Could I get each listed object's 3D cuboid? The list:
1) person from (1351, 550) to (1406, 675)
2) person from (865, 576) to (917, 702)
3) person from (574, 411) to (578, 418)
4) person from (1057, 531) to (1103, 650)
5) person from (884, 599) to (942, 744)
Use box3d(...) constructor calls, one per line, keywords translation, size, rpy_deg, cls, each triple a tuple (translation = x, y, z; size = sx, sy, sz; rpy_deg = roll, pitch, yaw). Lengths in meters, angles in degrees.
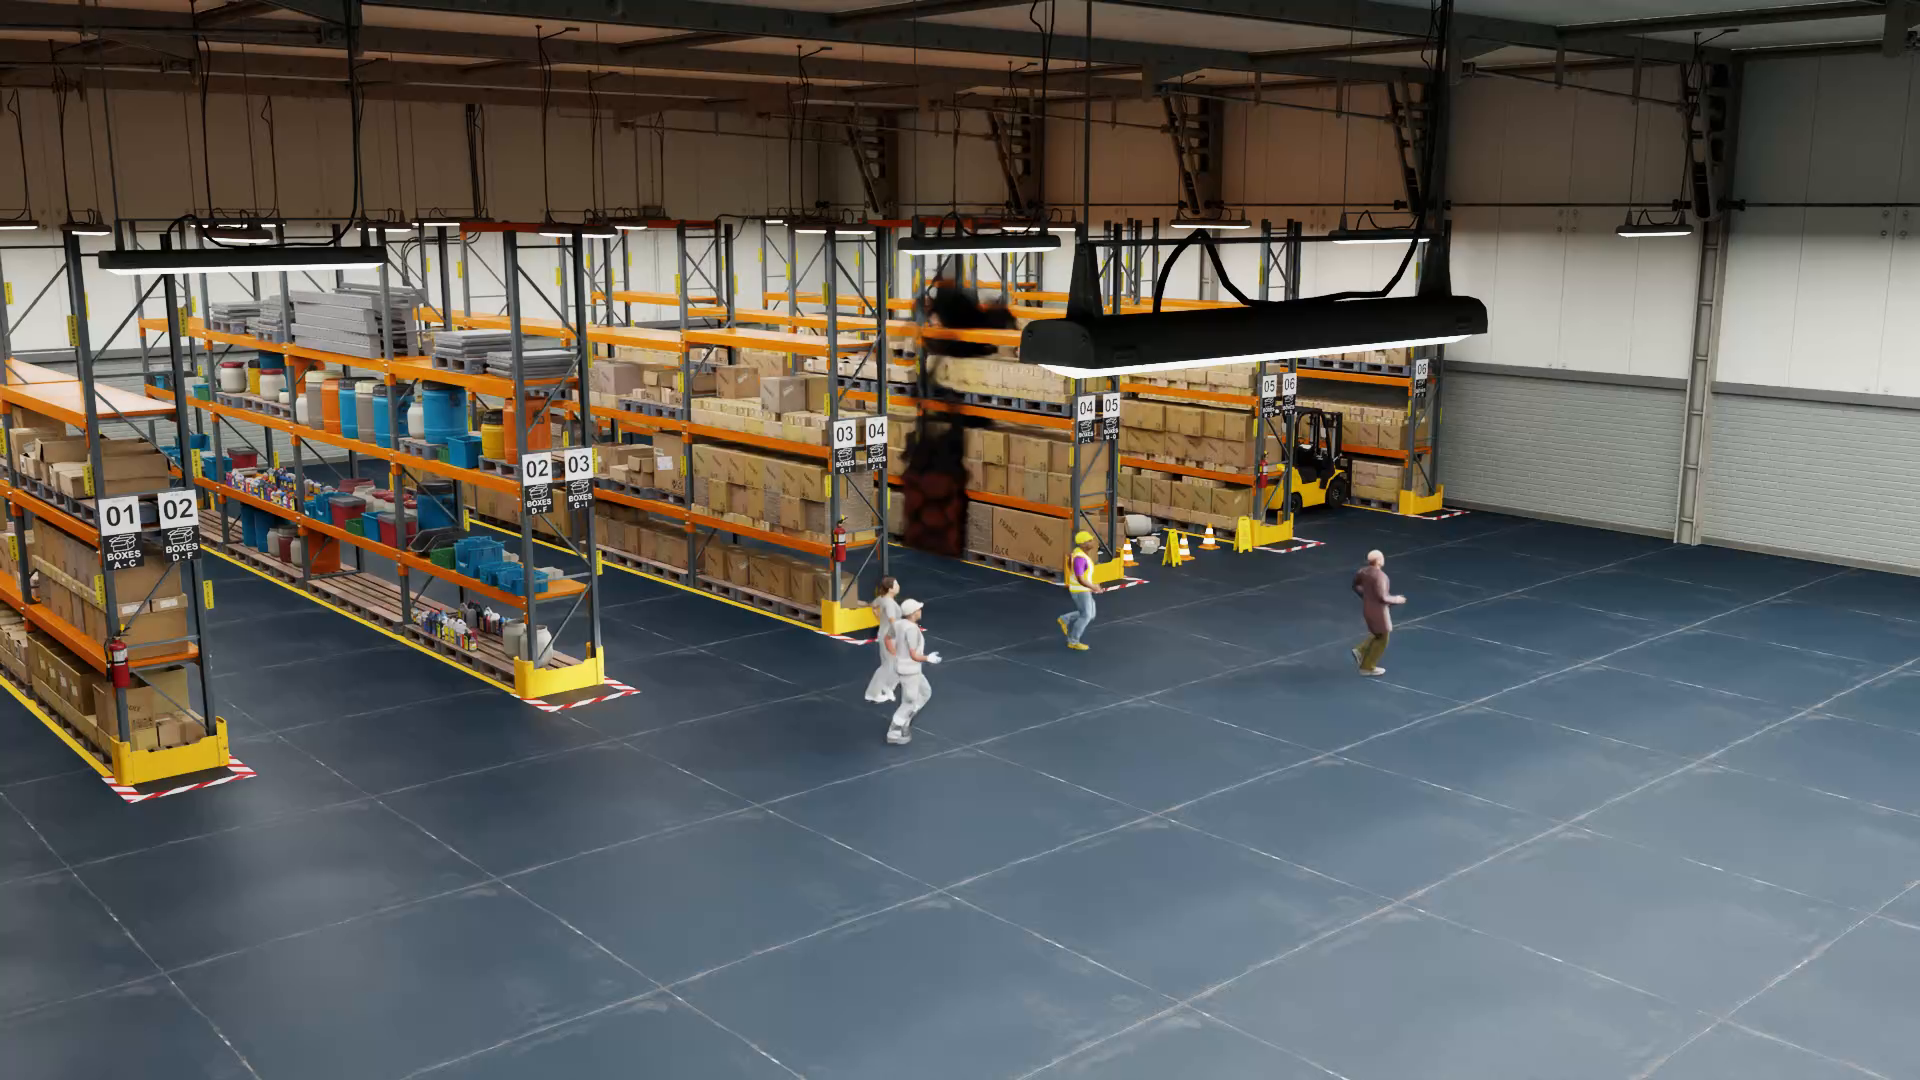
box3d(translation=(5.683, 0.980, 22.600), size=(0.649, 1.730, 0.702), rpy_deg=(-3, 12, -12), cls="person")
box3d(translation=(-0.894, 1.285, 21.360), size=(0.681, 1.688, 0.582), rpy_deg=(-1, 12, -7), cls="person")
box3d(translation=(-8.756, -2.083, 37.818), size=(0.693, 1.723, 0.588), rpy_deg=(-7, 14, -32), cls="person")
box3d(translation=(1.731, 0.718, 24.003), size=(0.659, 1.728, 0.713), rpy_deg=(1, 11, 3), cls="person")
box3d(translation=(-0.558, 1.552, 19.704), size=(0.652, 1.754, 0.635), rpy_deg=(-3, 12, -13), cls="person")
